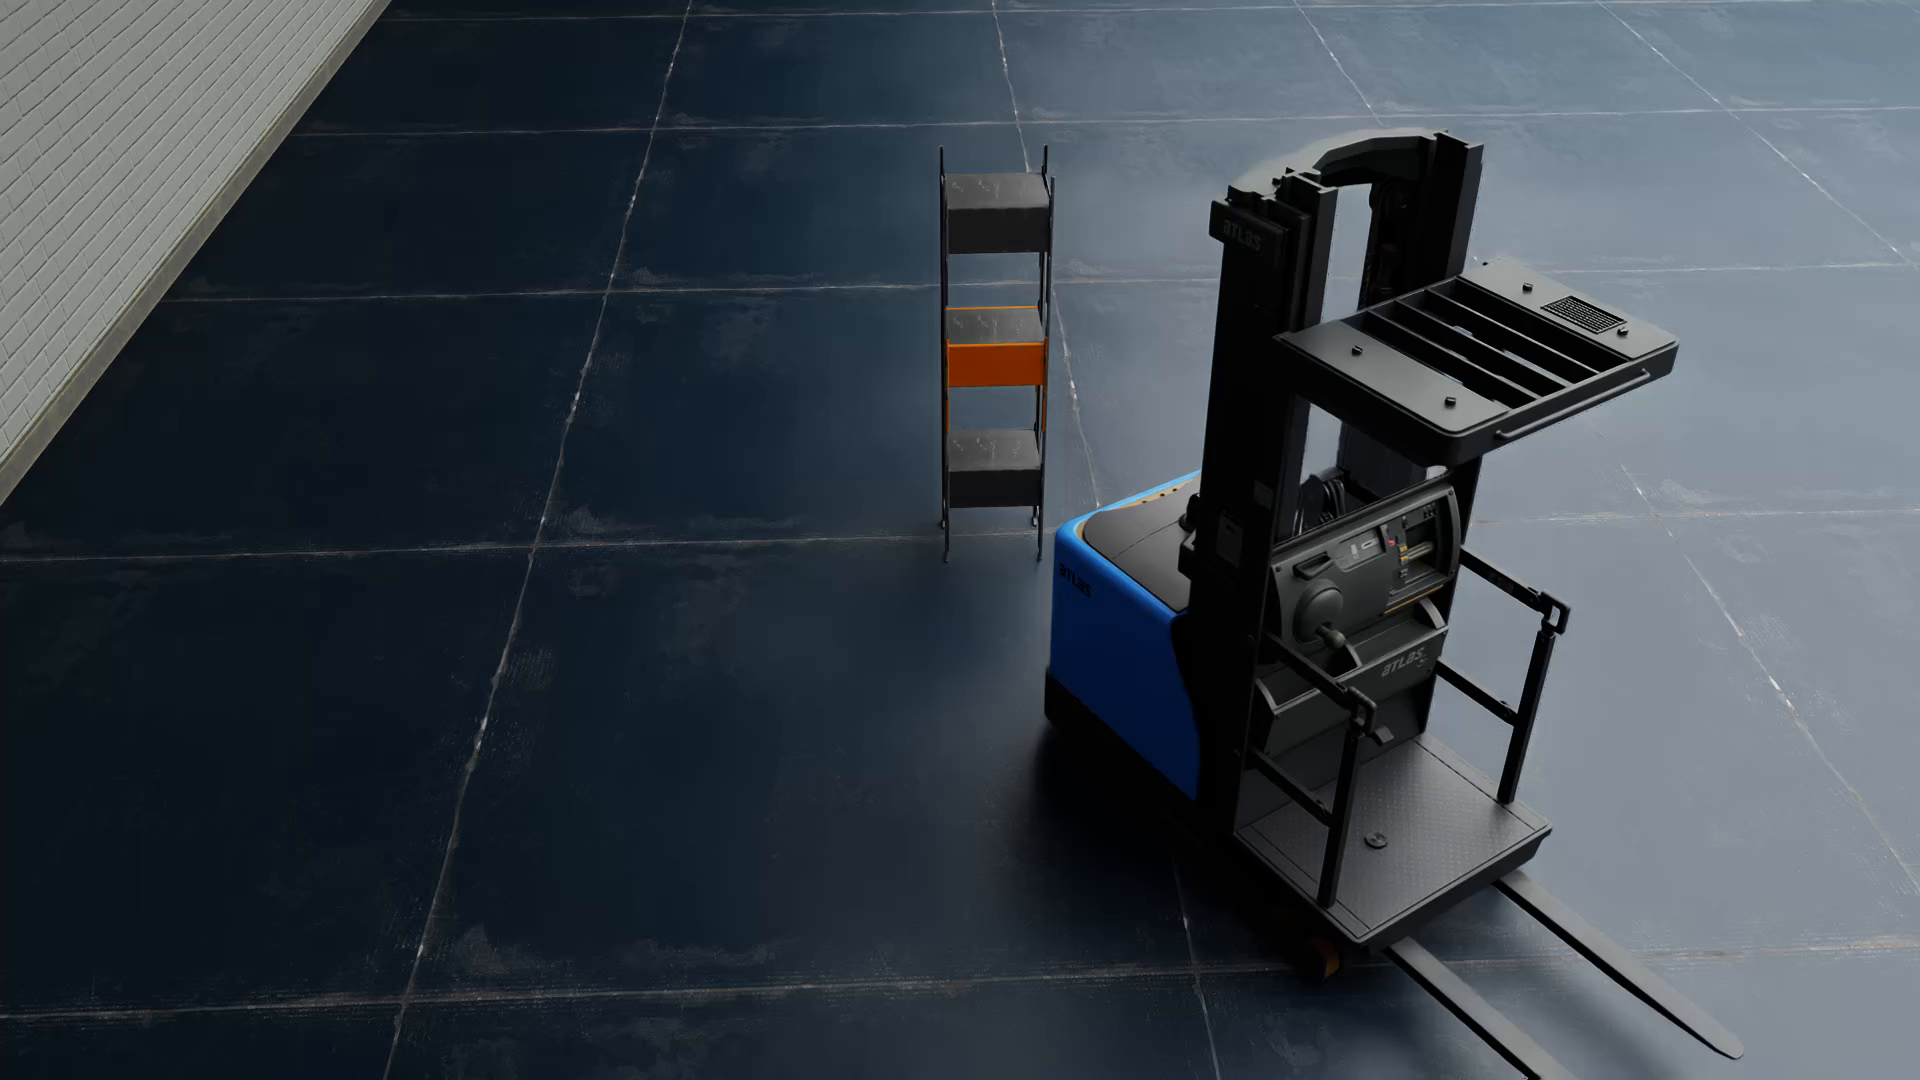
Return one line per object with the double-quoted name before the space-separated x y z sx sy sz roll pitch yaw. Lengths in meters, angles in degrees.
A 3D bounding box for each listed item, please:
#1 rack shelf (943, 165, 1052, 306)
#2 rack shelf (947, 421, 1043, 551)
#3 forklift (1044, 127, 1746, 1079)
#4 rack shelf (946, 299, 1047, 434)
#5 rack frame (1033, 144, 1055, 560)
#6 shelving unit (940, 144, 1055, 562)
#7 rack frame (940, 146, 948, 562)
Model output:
"rack shelf" 0.165 -1.432 7.805 0.480 0.518 0.431 -2 35 -2
"rack shelf" 0.165 -0.281 8.601 0.480 0.518 0.431 -2 35 -2
"forklift" 1.623 0.160 5.979 1.130 2.935 3.031 -21 40 -27
"rack shelf" 0.165 -0.857 8.203 0.480 0.518 0.431 -2 35 -2
"rack frame" 0.409 -0.874 8.205 0.015 2.100 0.400 -2 35 -2
"shelving unit" 0.165 -0.868 8.195 0.503 2.100 0.431 -2 35 -2
"rack frame" -0.078 -0.861 8.186 0.015 2.100 0.400 -2 35 -2
